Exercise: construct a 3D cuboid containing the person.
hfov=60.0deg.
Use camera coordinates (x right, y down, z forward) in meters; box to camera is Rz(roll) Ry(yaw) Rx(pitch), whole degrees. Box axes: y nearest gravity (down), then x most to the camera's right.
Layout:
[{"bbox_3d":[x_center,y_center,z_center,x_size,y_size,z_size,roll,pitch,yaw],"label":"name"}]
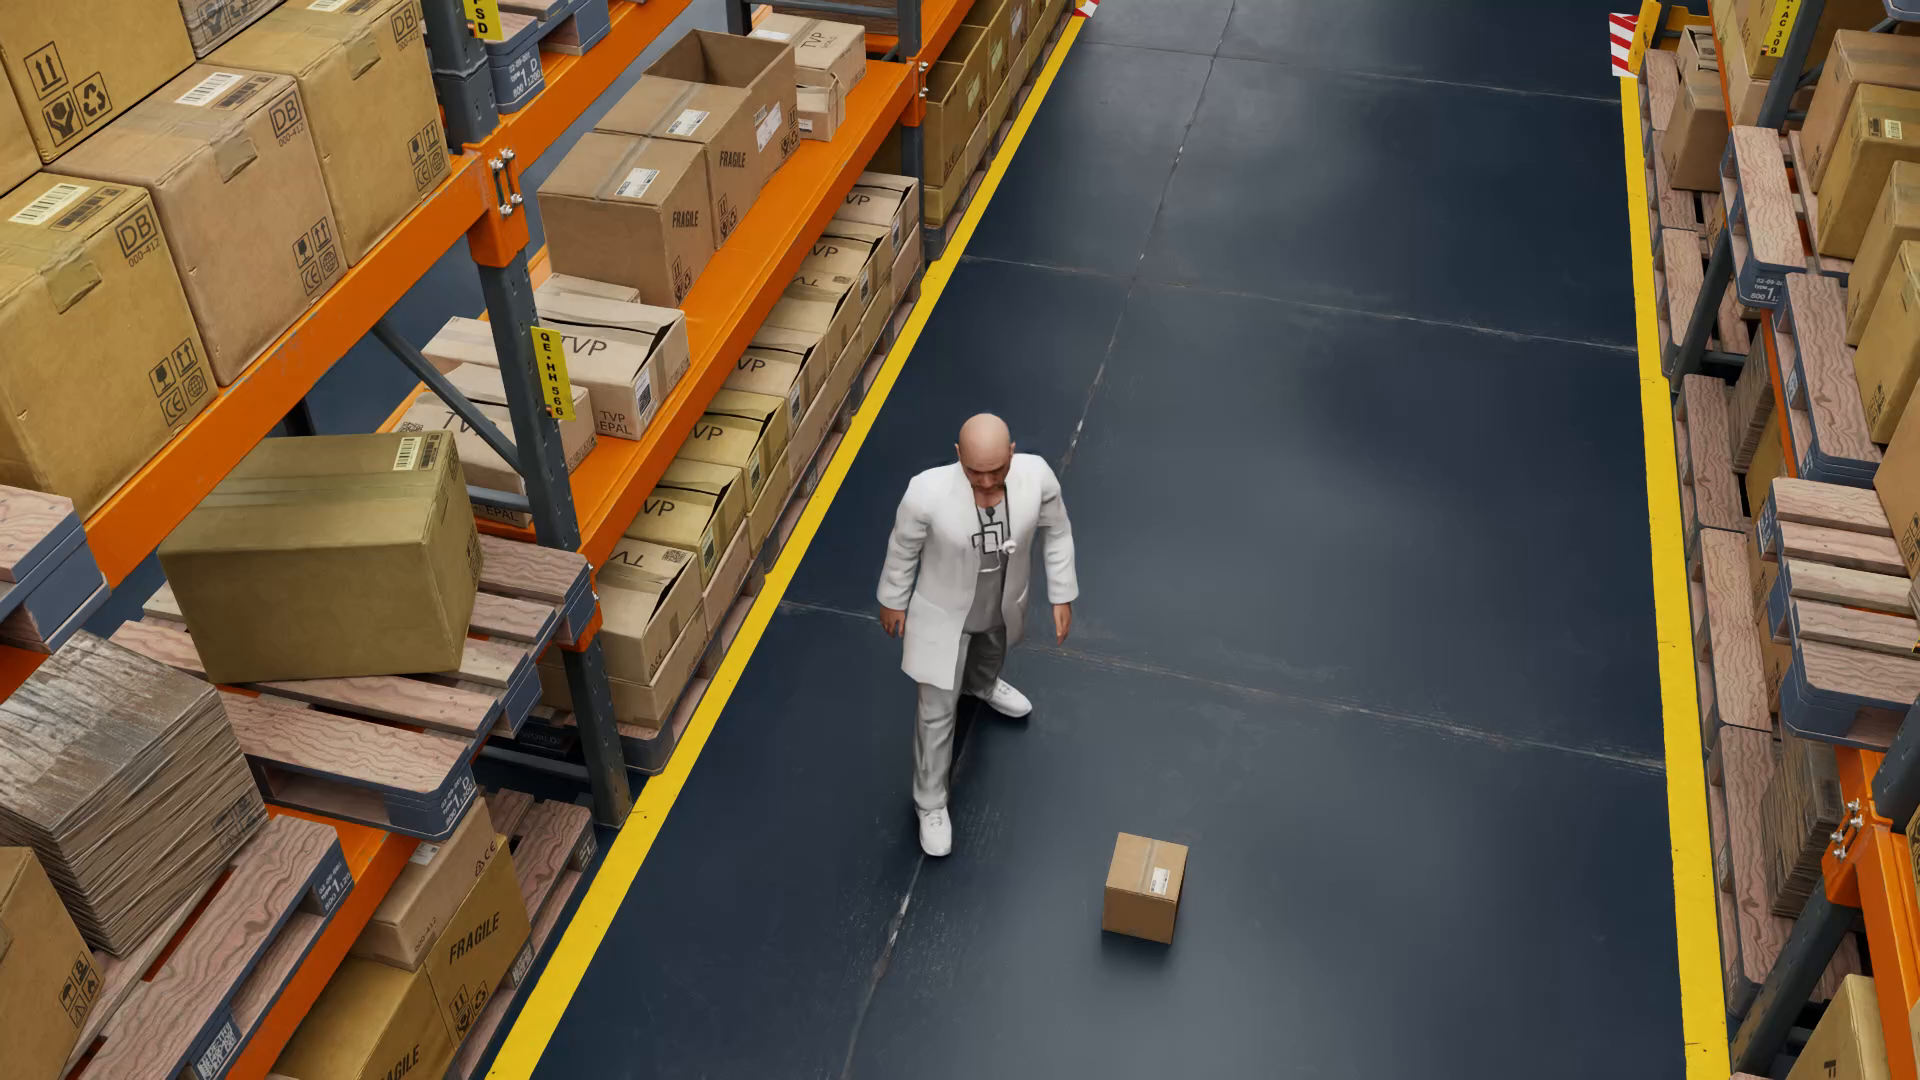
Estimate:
[{"bbox_3d":[0.055,0.212,5.941,0.688,1.749,0.878,-14,42,-16],"label":"person"}]
